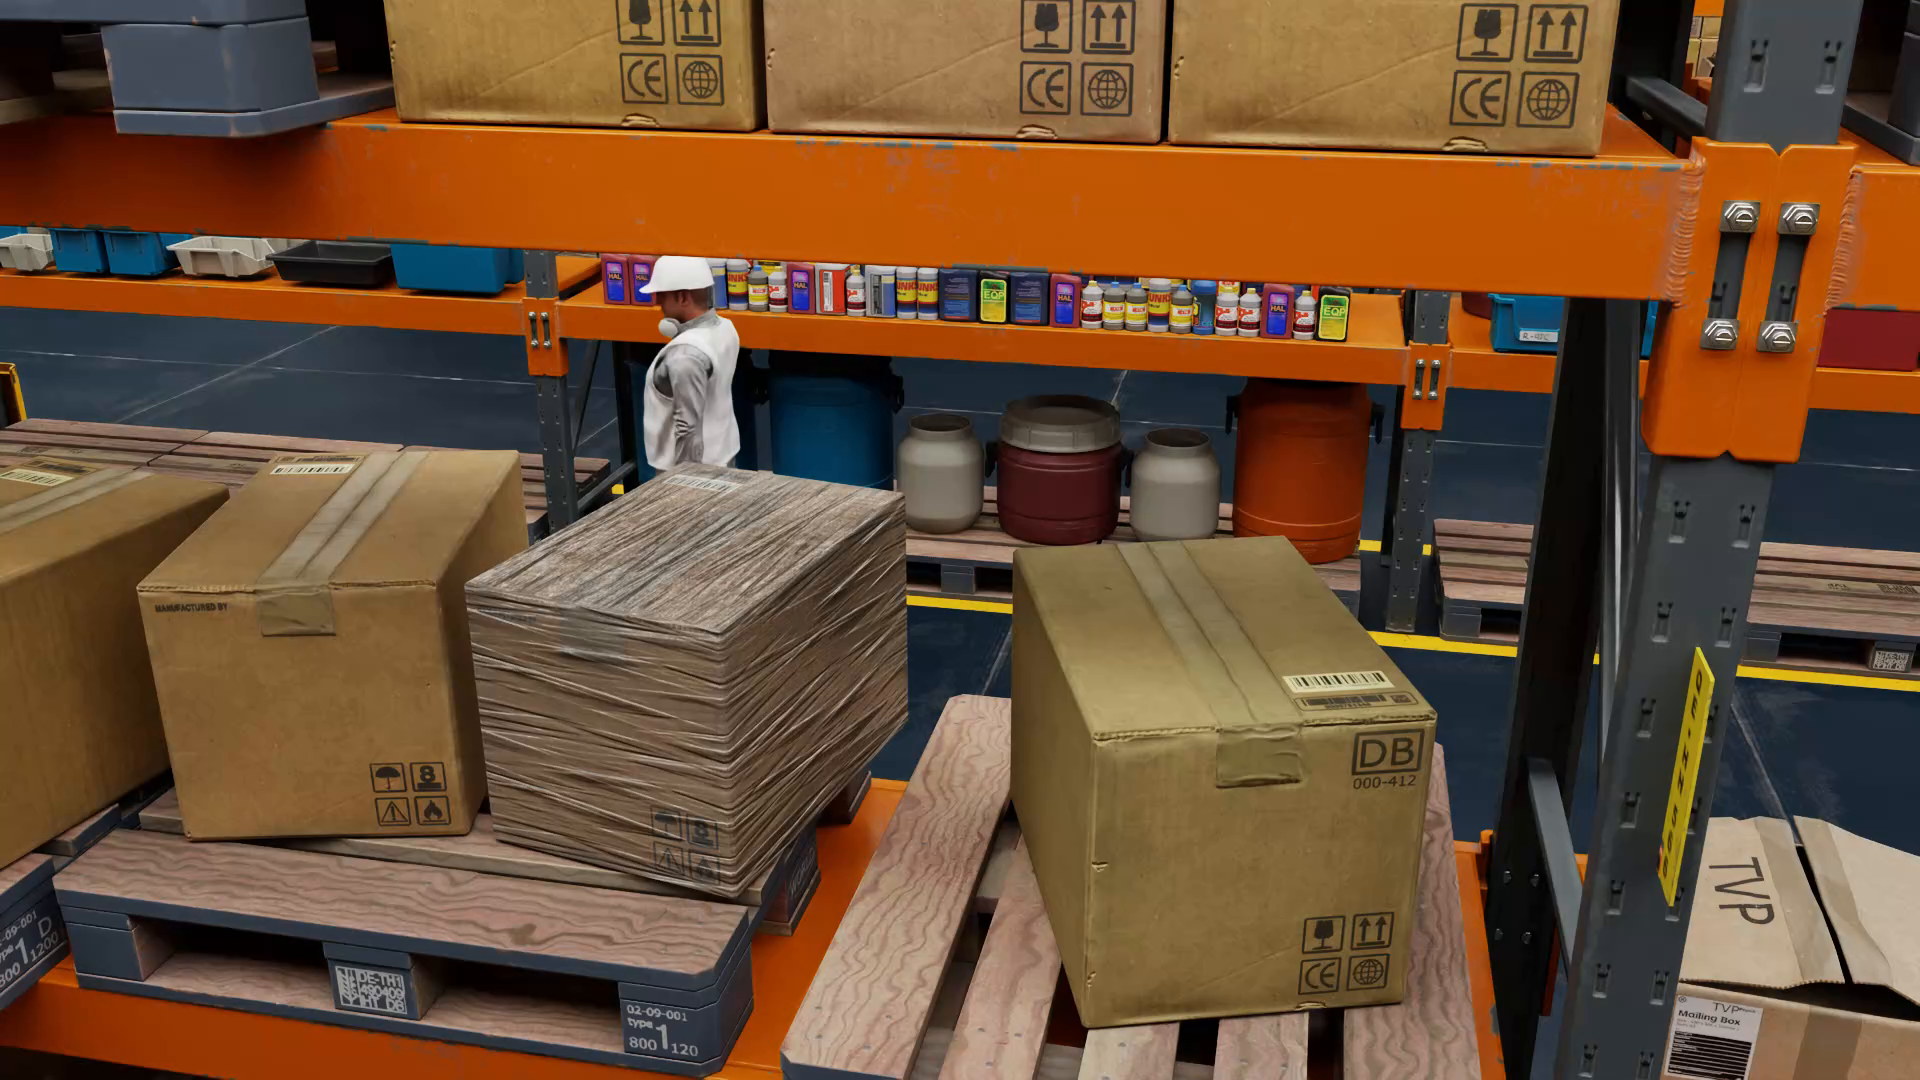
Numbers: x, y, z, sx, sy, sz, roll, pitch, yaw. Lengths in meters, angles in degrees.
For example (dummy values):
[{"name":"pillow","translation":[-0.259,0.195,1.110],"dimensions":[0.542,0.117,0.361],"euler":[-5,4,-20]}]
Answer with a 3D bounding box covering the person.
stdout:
[{"name":"person","translation":[-1.138,-0.332,6.881],"dimensions":[0.683,1.767,0.555],"euler":[5,22,12]}]
